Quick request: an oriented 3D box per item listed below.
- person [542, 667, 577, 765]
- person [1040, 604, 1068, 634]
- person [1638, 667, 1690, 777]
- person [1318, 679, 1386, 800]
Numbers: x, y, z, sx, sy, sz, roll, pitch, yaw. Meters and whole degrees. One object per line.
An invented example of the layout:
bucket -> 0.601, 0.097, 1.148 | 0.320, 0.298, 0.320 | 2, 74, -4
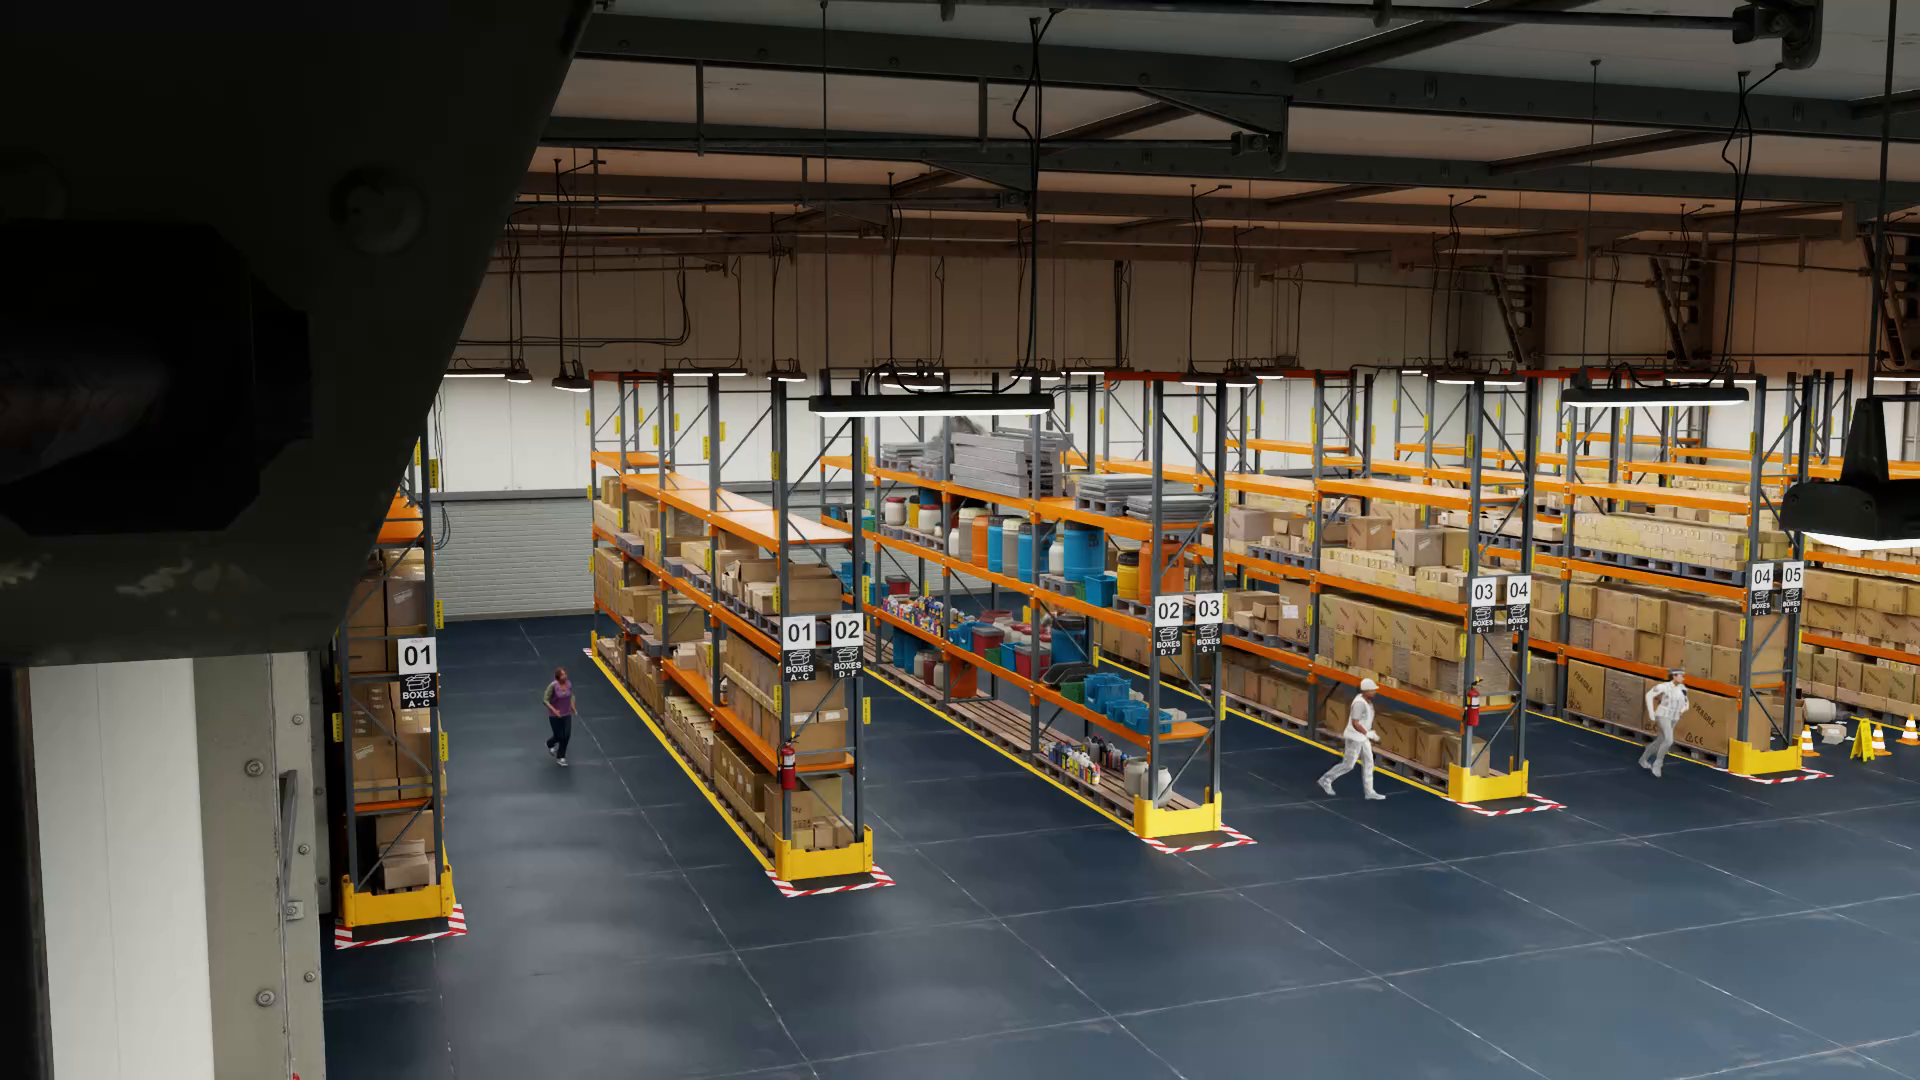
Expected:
person -> -6.225, 2.707, 25.754 | 0.538, 1.544, 0.613 | -5, 8, -36
person -> 1.778, 1.958, 31.610 | 0.655, 1.717, 0.693 | -5, 8, -38
person -> 10.629, 2.699, 25.146 | 0.735, 1.620, 0.712 | -2, 7, -20
person -> 5.584, 2.818, 23.608 | 0.960, 1.752, 0.646 | 3, 7, 27
